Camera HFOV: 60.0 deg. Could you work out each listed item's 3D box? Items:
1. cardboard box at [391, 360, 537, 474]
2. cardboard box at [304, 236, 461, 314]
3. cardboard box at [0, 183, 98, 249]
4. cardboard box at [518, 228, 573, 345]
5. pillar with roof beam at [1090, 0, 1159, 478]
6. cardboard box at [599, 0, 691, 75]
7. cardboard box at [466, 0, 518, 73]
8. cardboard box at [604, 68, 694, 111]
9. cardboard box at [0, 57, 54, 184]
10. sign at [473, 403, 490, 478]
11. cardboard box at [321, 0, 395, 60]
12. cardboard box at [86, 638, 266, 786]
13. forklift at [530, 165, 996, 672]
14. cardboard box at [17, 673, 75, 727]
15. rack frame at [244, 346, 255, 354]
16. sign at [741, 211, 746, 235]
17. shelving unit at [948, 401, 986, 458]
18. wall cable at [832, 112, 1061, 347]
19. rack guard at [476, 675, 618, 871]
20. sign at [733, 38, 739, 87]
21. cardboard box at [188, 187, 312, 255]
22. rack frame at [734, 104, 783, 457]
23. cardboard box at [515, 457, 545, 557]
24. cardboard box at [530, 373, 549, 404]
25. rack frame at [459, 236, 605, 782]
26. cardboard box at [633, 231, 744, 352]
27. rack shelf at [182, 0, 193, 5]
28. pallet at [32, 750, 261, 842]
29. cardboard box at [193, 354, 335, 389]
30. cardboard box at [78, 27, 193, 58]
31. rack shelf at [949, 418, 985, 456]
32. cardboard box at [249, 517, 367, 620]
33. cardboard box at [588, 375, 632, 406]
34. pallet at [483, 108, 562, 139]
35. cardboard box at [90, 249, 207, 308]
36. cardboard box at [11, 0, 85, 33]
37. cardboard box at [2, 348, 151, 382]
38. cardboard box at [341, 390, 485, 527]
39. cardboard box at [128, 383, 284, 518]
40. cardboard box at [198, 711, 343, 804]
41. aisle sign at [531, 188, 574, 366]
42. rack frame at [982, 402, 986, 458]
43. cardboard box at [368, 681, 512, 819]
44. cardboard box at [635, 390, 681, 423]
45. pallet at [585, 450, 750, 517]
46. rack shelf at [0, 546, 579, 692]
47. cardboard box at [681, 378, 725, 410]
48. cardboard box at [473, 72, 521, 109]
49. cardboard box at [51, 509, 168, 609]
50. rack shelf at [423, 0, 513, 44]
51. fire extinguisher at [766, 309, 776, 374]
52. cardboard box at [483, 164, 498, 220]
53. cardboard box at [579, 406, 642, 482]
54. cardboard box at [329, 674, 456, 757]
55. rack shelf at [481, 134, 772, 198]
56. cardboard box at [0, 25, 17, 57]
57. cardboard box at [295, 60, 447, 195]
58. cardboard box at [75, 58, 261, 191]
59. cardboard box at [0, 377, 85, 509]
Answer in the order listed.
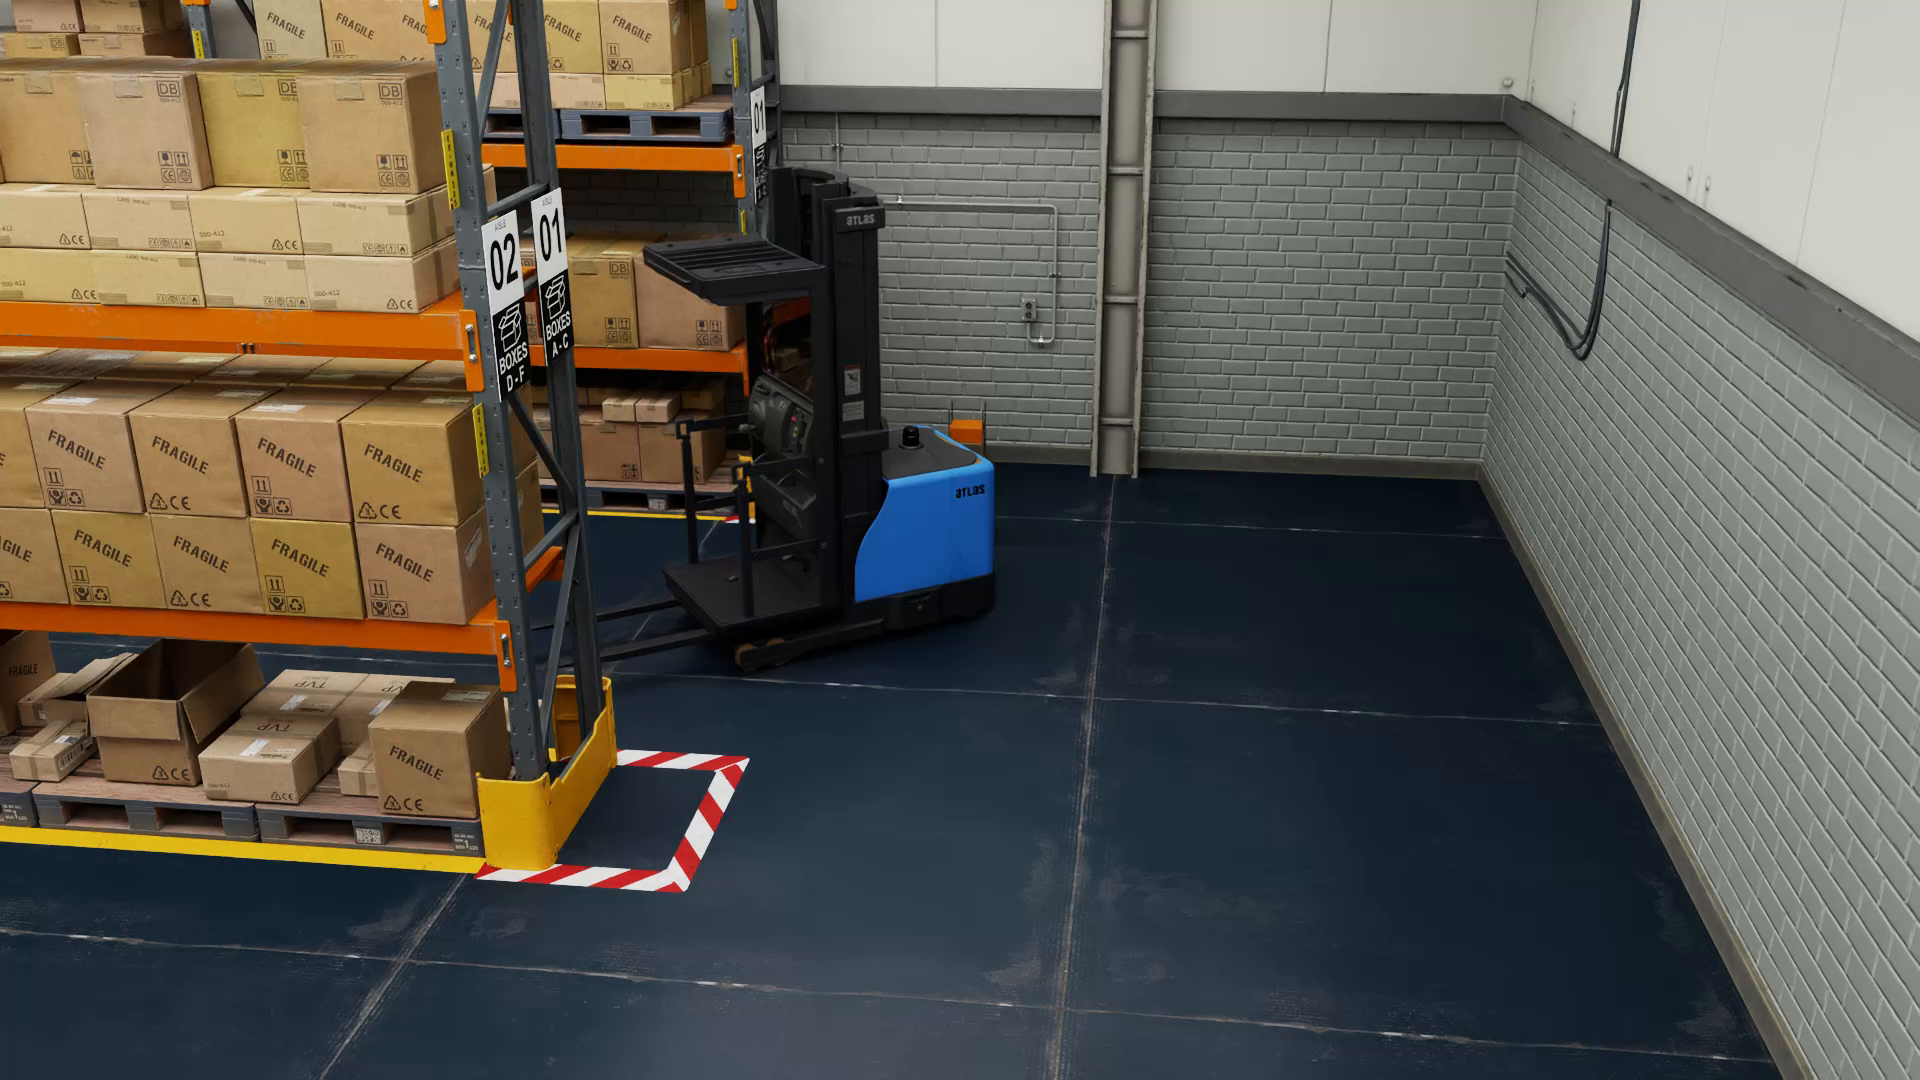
[{"bbox_3d":[-2.479,-0.589,8.355,0.500,0.500,0.500,3,22,8],"label":"cardboard box"},{"bbox_3d":[-2.611,-1.214,7.554,0.500,0.250,0.500,2,22,6],"label":"cardboard box"},{"bbox_3d":[-4.100,-1.513,7.631,0.500,0.250,0.500,2,22,6],"label":"cardboard box"},{"bbox_3d":[-3.478,-1.993,12.993,0.700,0.700,0.980,1,22,4],"label":"cardboard box"},{"bbox_3d":[0.786,-3.188,8.265,0.400,9.000,9.100,2,22,6],"label":"pillar with roof beam"},{"bbox_3d":[-2.249,-3.619,11.911,0.500,0.500,0.500,2,22,6],"label":"cardboard box"},{"bbox_3d":[-3.264,-3.664,12.025,0.500,0.500,0.500,2,22,4],"label":"cardboard box"},{"bbox_3d":[-2.249,-3.273,12.056,0.500,0.250,0.500,3,22,8],"label":"cardboard box"},{"bbox_3d":[-4.577,-1.942,7.697,0.500,0.500,0.700,2,22,6],"label":"cardboard box"},{"bbox_3d":[-2.155,-0.446,7.484,0.005,0.325,0.100,2,22,6],"label":"sign"},{"bbox_3d":[-4.277,-3.707,12.133,0.500,0.500,0.500,2,22,5],"label":"cardboard box"},{"bbox_3d":[-4.176,0.900,8.880,0.637,0.503,0.797,2,22,6],"label":"cardboard box"},{"bbox_3d":[-1.305,-0.764,10.386,3.031,2.935,1.130,-11,24,-26],"label":"forklift"},{"bbox_3d":[-5.063,0.901,9.360,0.250,0.149,0.380,2,22,6],"label":"cardboard box"},{"bbox_3d":[-5.463,-1.944,13.278,0.127,3.000,1.000,2,22,6],"label":"rack frame"},{"bbox_3d":[-1.568,-2.222,12.084,0.005,0.325,0.100,2,22,6],"label":"sign"},{"bbox_3d":[0.053,-0.486,12.241,0.252,1.050,0.215,2,22,6],"label":"shelving unit"},{"bbox_3d":[-0.108,-2.534,13.387,1.851,1.984,0.084,2,22,6],"label":"wall cable"},{"bbox_3d":[-2.145,1.197,8.733,0.348,0.500,1.175,2,22,6],"label":"rack guard"},{"bbox_3d":[-1.568,-3.344,11.641,0.005,0.325,0.100,2,22,6],"label":"sign"},{"bbox_3d":[-3.106,-1.471,7.524,0.500,0.250,0.500,2,22,6],"label":"cardboard box"},{"bbox_3d":[-1.490,-1.771,12.840,0.127,3.000,1.000,2,22,6],"label":"rack frame"},{"bbox_3d":[-2.479,-0.124,8.539,0.500,0.500,0.500,3,22,7],"label":"cardboard box"},{"bbox_3d":[-3.309,-1.221,13.396,0.250,0.149,0.380,3,22,7],"label":"cardboard box"},{"bbox_3d":[-2.070,0.038,8.265,0.127,3.000,1.000,2,22,6],"label":"rack frame"},{"bbox_3d":[-1.998,-1.929,12.832,0.700,0.700,0.980,3,22,9],"label":"cardboard box"},{"bbox_3d":[-7.449,-4.300,12.600,4.000,0.370,1.077,2,22,6],"label":"rack shelf"},{"bbox_3d":[-4.145,1.243,9.008,1.213,0.211,1.003,2,22,6],"label":"pallet"},{"bbox_3d":[-3.496,-0.633,8.464,0.500,0.500,0.500,3,22,7],"label":"cardboard box"},{"bbox_3d":[-6.324,-3.669,12.825,0.500,0.500,0.700,1,22,3],"label":"cardboard box"},{"bbox_3d":[0.053,-0.740,12.141,0.240,0.259,0.215,2,22,6],"label":"rack shelf"},{"bbox_3d":[-3.062,0.050,8.098,0.500,0.500,0.500,3,22,7],"label":"cardboard box"},{"bbox_3d":[-2.801,-1.200,13.341,0.250,0.149,0.380,3,22,7],"label":"cardboard box"},{"bbox_3d":[-3.443,-3.205,12.508,1.213,0.211,1.003,2,22,6],"label":"pallet"},{"bbox_3d":[-3.604,-1.256,7.661,0.500,0.250,0.500,2,22,6],"label":"cardboard box"},{"bbox_3d":[-6.871,-4.043,12.753,0.500,0.250,0.500,2,22,5],"label":"cardboard box"},{"bbox_3d":[-4.500,-0.677,8.575,0.500,0.500,0.500,3,22,7],"label":"cardboard box"},{"bbox_3d":[-2.544,-0.393,7.858,0.500,0.500,0.500,2,22,6],"label":"cardboard box"},{"bbox_3d":[-3.561,-0.435,7.965,0.500,0.500,0.500,3,22,8],"label":"cardboard box"},{"bbox_3d":[-3.579,1.126,8.653,0.500,0.250,0.500,2,22,6],"label":"cardboard box"},{"bbox_3d":[-1.967,-1.276,8.051,0.004,0.787,0.394,2,22,6],"label":"aisle sign"},{"bbox_3d":[0.174,-0.481,12.228,0.008,1.050,0.200,2,22,6],"label":"rack frame"},{"bbox_3d":[-2.639,1.062,8.476,0.500,0.500,0.500,2,22,6],"label":"cardboard box"},{"bbox_3d":[-2.346,-1.039,12.933,0.250,0.149,0.380,2,22,6],"label":"cardboard box"},{"bbox_3d":[-2.294,-0.480,13.368,1.213,0.211,1.003,2,22,6],"label":"pallet"},{"bbox_3d":[-4.056,0.286,8.616,4.000,0.370,1.077,2,22,6],"label":"rack shelf"},{"bbox_3d":[-2.050,-1.167,13.259,0.250,0.149,0.380,3,22,7],"label":"cardboard box"},{"bbox_3d":[-3.283,-3.316,12.164,0.500,0.250,0.500,2,22,5],"label":"cardboard box"},{"bbox_3d":[-4.057,0.004,8.213,0.500,0.500,0.500,2,22,6],"label":"cardboard box"},{"bbox_3d":[-4.056,-2.503,7.514,4.000,0.370,1.077,2,22,6],"label":"rack shelf"},{"bbox_3d":[-1.395,-1.387,12.480,0.183,0.674,0.296,2,22,6],"label":"fire extinguisher"},{"bbox_3d":[-2.549,-1.637,7.946,0.500,0.250,0.500,2,22,6],"label":"cardboard box"},{"bbox_3d":[-2.694,-0.819,13.262,0.500,0.500,0.700,2,22,6],"label":"cardboard box"},{"bbox_3d":[-3.073,0.963,9.066,0.500,0.250,0.500,2,22,6],"label":"cardboard box"},{"bbox_3d":[-3.477,-2.918,12.640,4.000,0.370,1.077,2,22,6],"label":"rack shelf"},{"bbox_3d":[-7.374,-3.714,12.940,0.500,0.500,0.700,2,22,6],"label":"cardboard box"},{"bbox_3d":[-2.582,-1.885,7.553,0.500,0.500,0.700,2,22,6],"label":"cardboard box"},{"bbox_3d":[-3.577,-1.920,7.641,0.500,0.500,0.700,2,22,6],"label":"cardboard box"},{"bbox_3d":[-4.584,-0.479,8.076,0.500,0.500,0.500,2,22,5],"label":"cardboard box"}]
